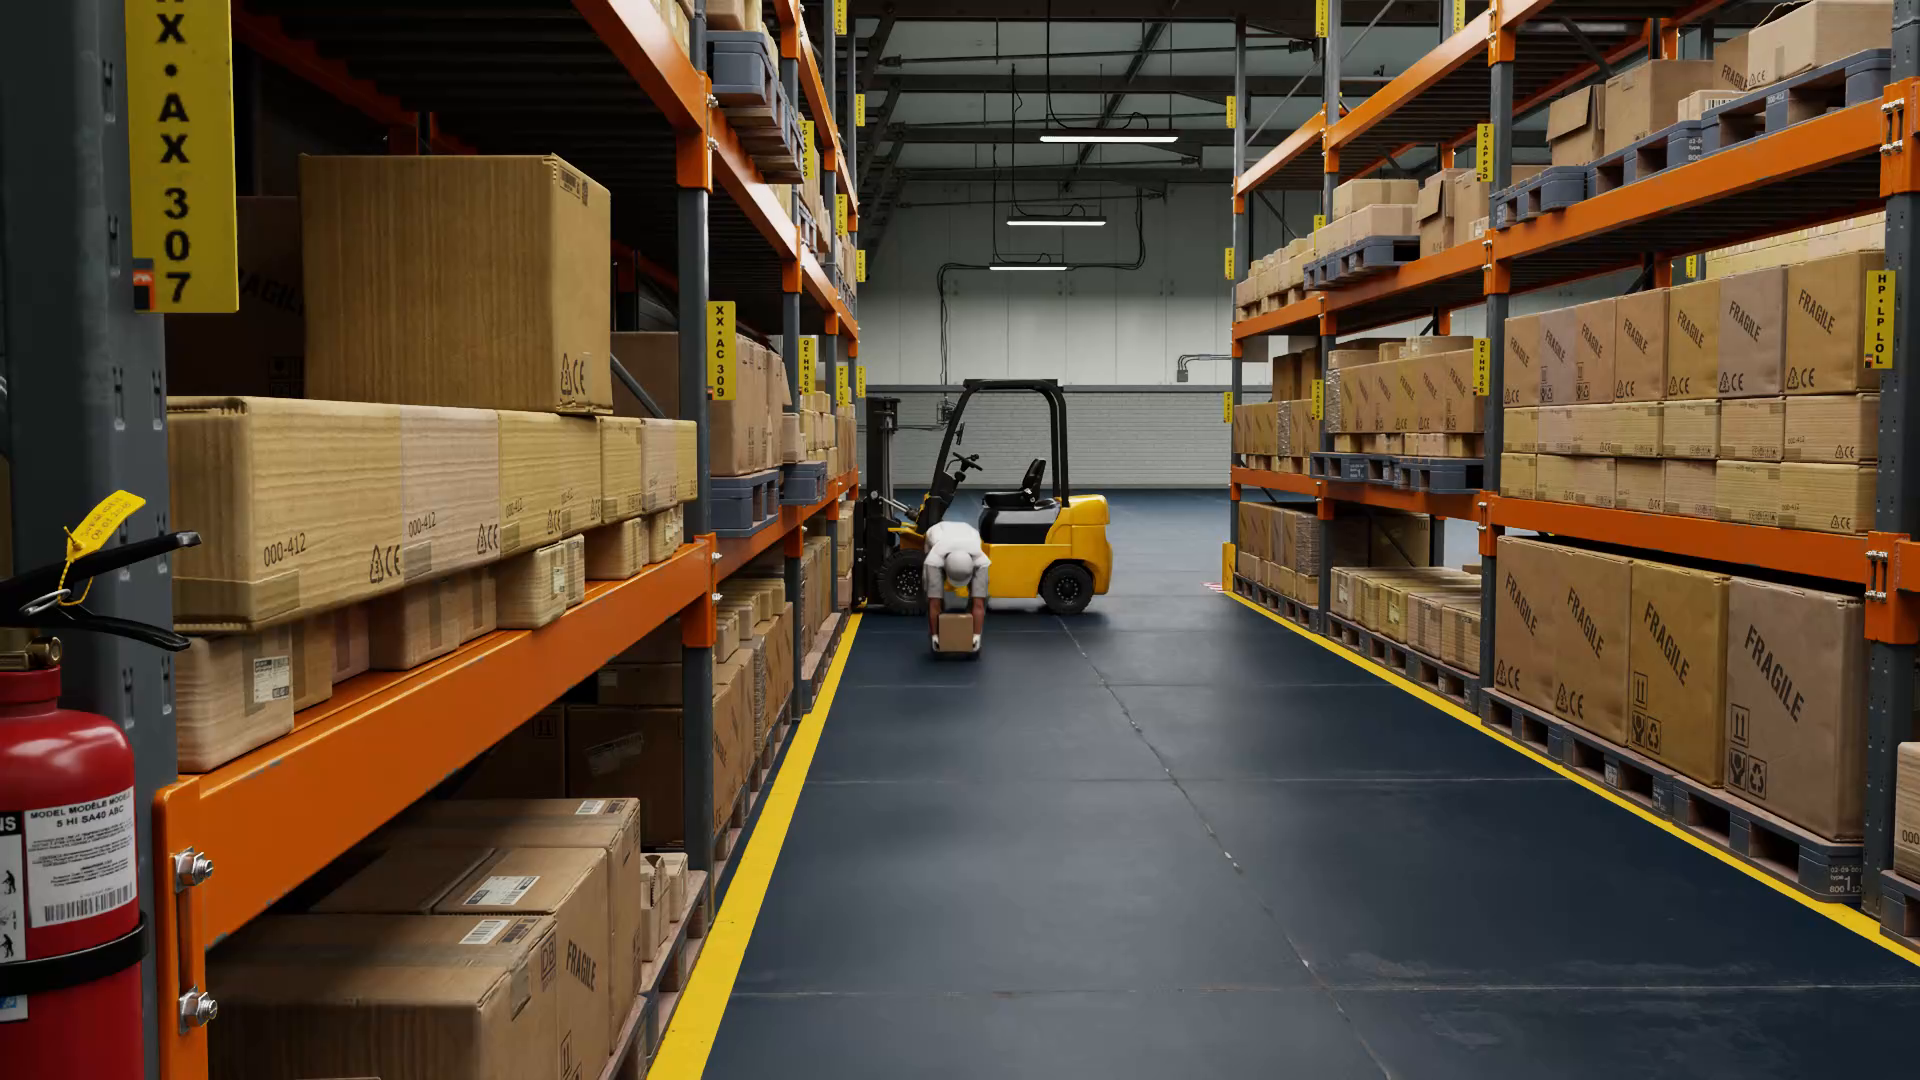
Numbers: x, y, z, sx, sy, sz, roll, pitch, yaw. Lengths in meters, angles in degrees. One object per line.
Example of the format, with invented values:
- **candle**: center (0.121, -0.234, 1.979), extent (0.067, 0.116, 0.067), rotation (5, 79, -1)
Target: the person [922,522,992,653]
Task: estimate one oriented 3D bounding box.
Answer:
- **person**: center (-0.028, 0.365, 12.515), extent (0.513, 0.987, 0.981), rotation (0, 4, -4)
